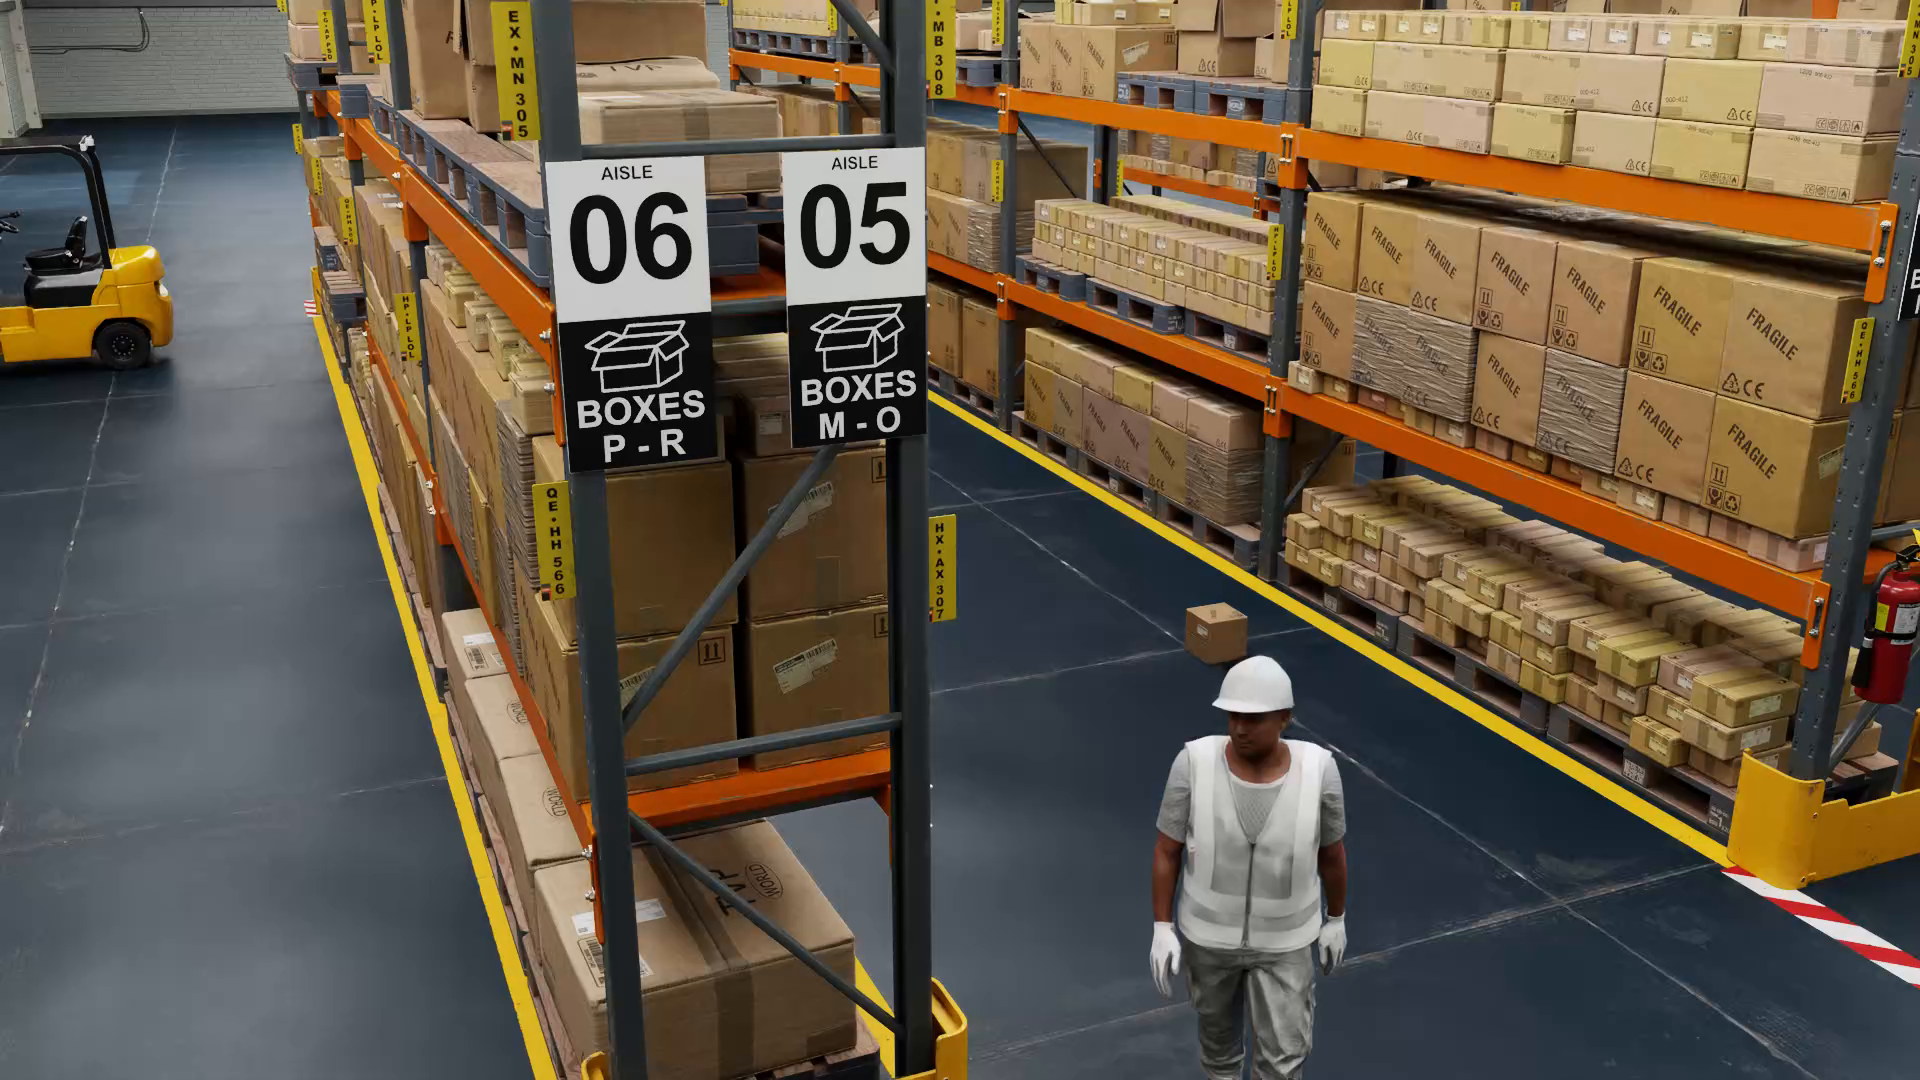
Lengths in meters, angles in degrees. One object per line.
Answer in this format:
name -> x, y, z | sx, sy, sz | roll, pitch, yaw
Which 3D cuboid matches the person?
person -> 0.865, 1.195, 4.991 | 0.598, 1.742, 0.998 | 4, 19, 11
